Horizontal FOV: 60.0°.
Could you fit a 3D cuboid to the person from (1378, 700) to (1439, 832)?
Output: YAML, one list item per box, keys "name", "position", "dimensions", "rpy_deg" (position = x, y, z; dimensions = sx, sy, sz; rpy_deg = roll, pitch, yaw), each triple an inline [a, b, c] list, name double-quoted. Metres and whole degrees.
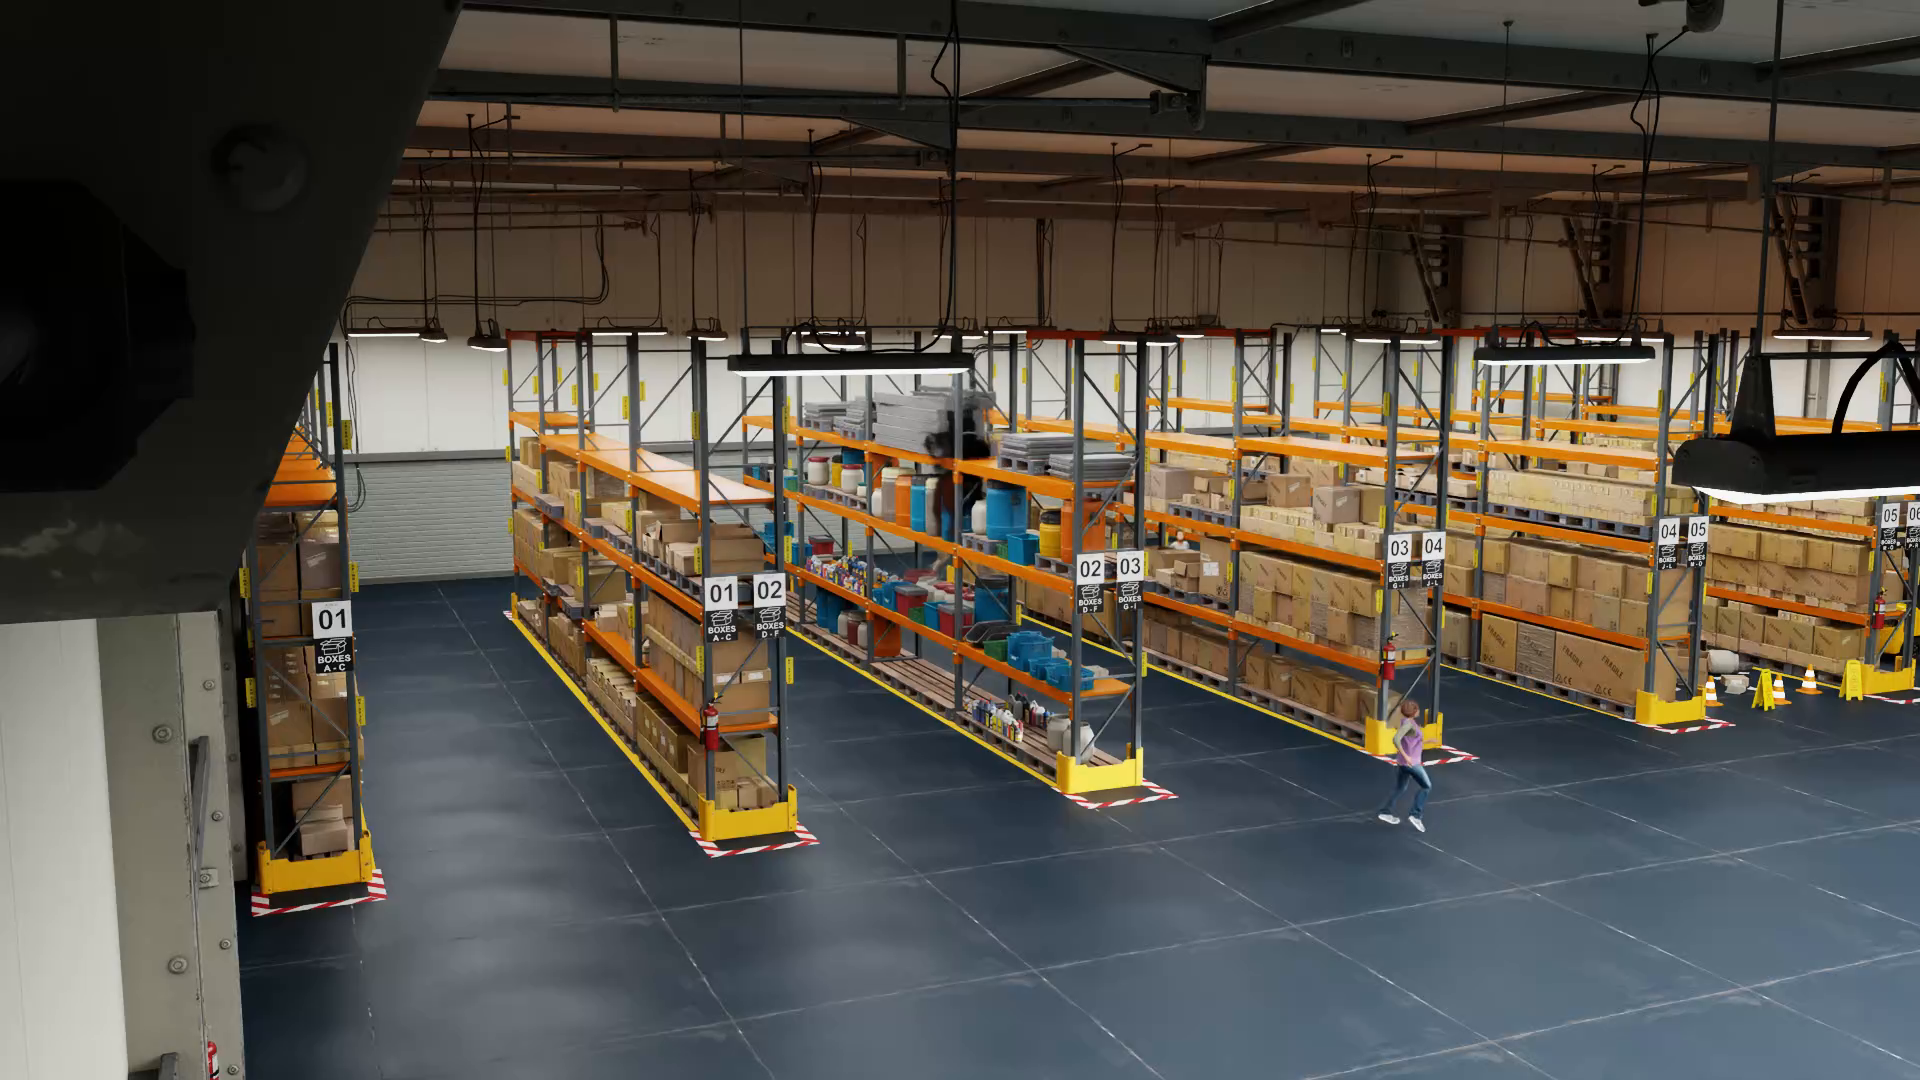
- name: "person"
  position: [5.518, 2.774, 20.428]
  dimensions: [0.703, 1.635, 0.503]
  rpy_deg: [0, 8, 3]

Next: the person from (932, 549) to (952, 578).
- name: "person"
  position: [-0.391, 0.090, 39.798]
  dimensions: [0.658, 1.688, 0.645]
  rpy_deg: [-1, 8, -8]

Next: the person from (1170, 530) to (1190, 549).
- name: "person"
  position: [4.827, 0.585, 36.396]
  dimensions: [0.571, 1.633, 0.535]
  rpy_deg: [-3, 8, -18]
